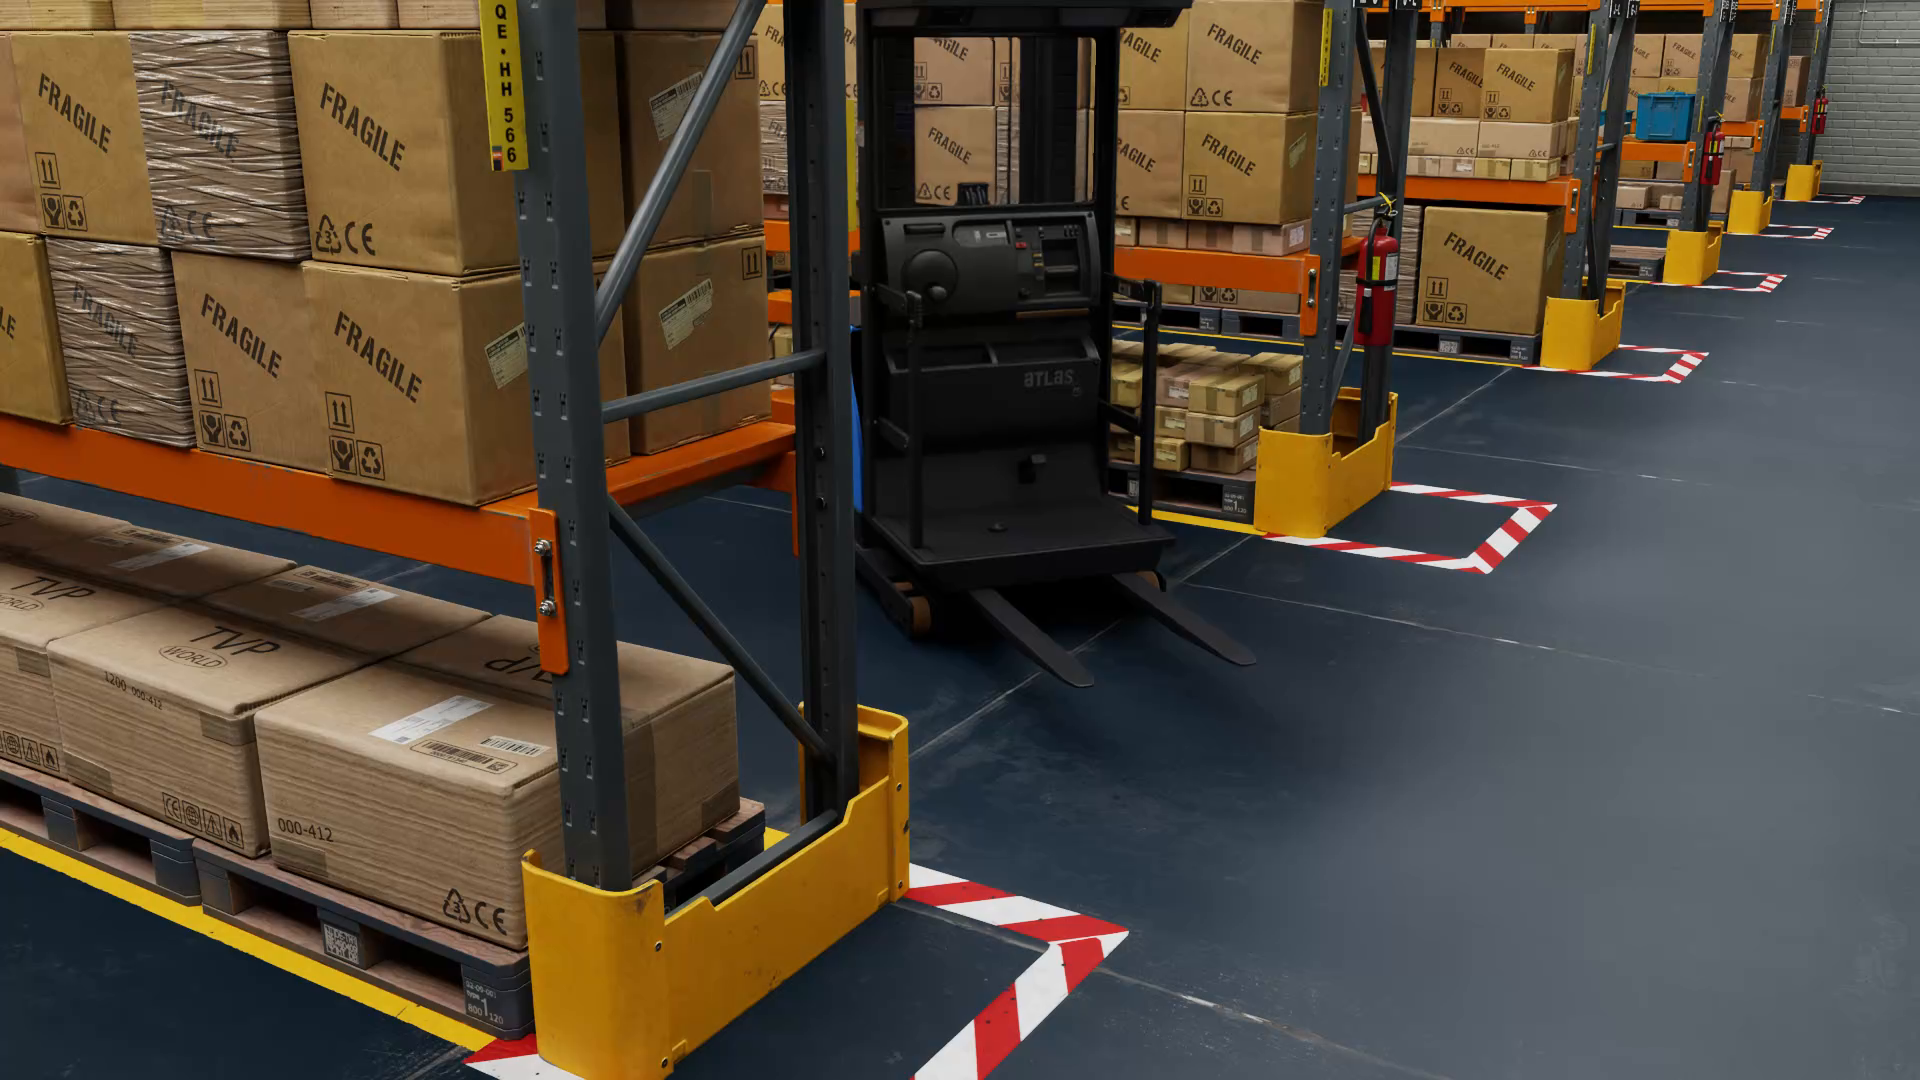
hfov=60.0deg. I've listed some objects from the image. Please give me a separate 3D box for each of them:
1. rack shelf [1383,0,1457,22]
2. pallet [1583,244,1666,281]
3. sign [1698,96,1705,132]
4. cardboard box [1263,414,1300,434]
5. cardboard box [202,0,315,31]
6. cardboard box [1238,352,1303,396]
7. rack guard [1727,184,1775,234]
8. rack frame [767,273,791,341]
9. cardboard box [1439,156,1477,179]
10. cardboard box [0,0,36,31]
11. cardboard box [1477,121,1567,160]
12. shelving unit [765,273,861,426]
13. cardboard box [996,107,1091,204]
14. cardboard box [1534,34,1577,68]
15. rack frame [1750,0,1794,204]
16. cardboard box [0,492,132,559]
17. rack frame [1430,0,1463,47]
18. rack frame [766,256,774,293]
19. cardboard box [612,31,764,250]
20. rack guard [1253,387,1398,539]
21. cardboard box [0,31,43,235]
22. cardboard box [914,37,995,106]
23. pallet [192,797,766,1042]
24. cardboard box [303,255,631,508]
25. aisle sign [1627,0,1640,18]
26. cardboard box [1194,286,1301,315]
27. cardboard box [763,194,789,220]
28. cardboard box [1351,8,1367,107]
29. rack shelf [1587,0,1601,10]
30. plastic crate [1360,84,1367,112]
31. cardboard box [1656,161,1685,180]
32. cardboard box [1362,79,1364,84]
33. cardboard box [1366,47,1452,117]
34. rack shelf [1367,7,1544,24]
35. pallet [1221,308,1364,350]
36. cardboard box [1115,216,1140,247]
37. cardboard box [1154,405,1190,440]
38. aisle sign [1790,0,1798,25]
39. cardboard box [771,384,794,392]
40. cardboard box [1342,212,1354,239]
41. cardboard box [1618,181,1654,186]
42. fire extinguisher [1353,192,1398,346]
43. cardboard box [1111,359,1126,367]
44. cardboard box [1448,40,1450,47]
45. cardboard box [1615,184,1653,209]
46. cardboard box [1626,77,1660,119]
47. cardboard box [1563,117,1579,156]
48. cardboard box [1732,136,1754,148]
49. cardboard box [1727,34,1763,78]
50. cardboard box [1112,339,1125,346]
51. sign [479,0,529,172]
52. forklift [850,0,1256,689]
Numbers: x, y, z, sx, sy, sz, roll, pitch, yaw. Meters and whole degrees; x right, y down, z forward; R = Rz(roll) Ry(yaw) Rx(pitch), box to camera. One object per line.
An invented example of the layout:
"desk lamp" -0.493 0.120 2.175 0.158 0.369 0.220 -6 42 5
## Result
"rack shelf" 4.672 -7.262 22.704 4.000 0.370 1.077 10 20 30
"pallet" 6.507 -2.833 16.844 1.213 0.211 1.003 10 20 30
"sign" 6.915 -3.972 15.514 0.005 0.325 0.100 10 20 30
"cardboard box" 1.636 -0.588 8.839 0.250 0.149 0.380 11 20 31
"cardboard box" -1.493 -1.244 3.807 0.250 0.149 0.380 10 20 30
"cardboard box" 1.647 -0.878 8.769 0.250 0.149 0.380 9 19 28
"rack guard" 9.720 -4.074 20.433 0.348 0.500 1.175 10 20 30
"rack frame" -0.983 -0.951 9.076 0.032 1.125 0.500 12 21 35
"cardboard box" 3.685 -2.736 12.158 0.250 0.149 0.380 10 20 30
"cardboard box" -2.330 -1.418 4.379 0.250 0.149 0.380 11 20 32
"cardboard box" 4.045 -2.884 11.961 0.500 0.250 0.500 10 19 29
"shelving unit" -0.576 -0.862 8.784 1.048 1.125 0.538 12 21 35
"cardboard box" 0.525 -1.942 8.428 0.500 0.500 0.500 10 20 30
"cardboard box" 7.508 -6.095 20.893 0.500 0.500 0.500 9 19 28
"rack frame" 9.785 -5.258 20.031 0.127 3.000 1.000 10 20 30
"cardboard box" -3.519 0.188 5.789 0.875 0.438 0.875 10 19 29
"rack frame" 6.376 -5.867 22.034 0.127 3.000 1.000 10 20 30
"rack frame" -1.493 -2.201 9.966 0.127 3.000 1.000 10 20 30
"cardboard box" -0.849 -1.021 4.189 0.500 0.500 0.500 10 19 29
"rack guard" 1.851 -0.408 8.364 0.348 0.500 1.175 10 20 30
"cardboard box" -2.432 -1.117 4.505 0.500 0.500 0.500 10 20 30
"cardboard box" 0.063 -2.503 8.555 0.500 0.500 0.500 9 19 28
"pallet" -1.311 0.881 4.618 1.213 0.211 1.003 10 20 30
"cardboard box" -1.139 -0.407 3.887 0.500 0.500 0.500 10 20 30
"aisle sign" 4.816 -4.113 11.787 0.004 0.787 0.394 10 20 30
"cardboard box" 2.476 -2.341 13.360 0.875 0.875 0.875 10 20 30
"cardboard box" -0.909 -1.908 9.434 0.250 0.149 0.380 9 19 28
"cardboard box" 1.672 -2.395 8.201 0.500 0.500 0.500 10 20 30
"rack shelf" 2.893 -4.201 12.626 4.000 0.370 1.077 10 20 30
"plastic crate" 4.410 -4.502 17.328 0.583 0.464 0.402 10 20 30
"cardboard box" 10.870 -5.725 25.145 0.500 0.500 0.700 9 19 28
"cardboard box" 5.471 -6.332 22.671 0.500 0.500 0.700 14 22 39
"cardboard box" 3.459 -3.528 12.791 0.500 0.500 0.500 10 19 29
"rack shelf" 7.261 -8.489 26.745 4.000 0.370 1.077 10 20 30
"pallet" 2.839 -1.759 13.310 1.213 0.211 1.003 10 20 30
"cardboard box" 0.846 -1.566 8.309 0.250 0.149 0.380 11 20 32
"cardboard box" 1.122 -0.634 8.479 0.250 0.149 0.380 10 19 29
"aisle sign" 9.997 -6.565 19.859 0.004 0.787 0.394 10 20 30
"cardboard box" -0.885 -0.837 9.659 0.250 0.149 0.380 10 20 30
"cardboard box" 1.811 -1.603 8.429 0.250 0.149 0.380 10 20 30
"cardboard box" 8.618 -4.458 21.371 0.500 0.250 0.500 10 20 30
"fire extinguisher" 1.888 -1.224 7.526 0.183 0.674 0.296 10 20 30
"cardboard box" 0.673 -0.847 8.668 0.250 0.149 0.380 9 19 28
"cardboard box" 8.003 -7.741 26.195 0.500 0.250 0.500 11 20 31
"cardboard box" 8.399 -4.327 20.939 0.500 0.250 0.500 10 20 30
"cardboard box" 8.395 -5.462 20.530 0.500 0.500 0.500 10 20 30
"cardboard box" 4.330 -3.016 12.395 0.500 0.250 0.500 10 19 29
"cardboard box" 11.521 -5.857 24.465 0.250 0.149 0.380 10 19 29
"cardboard box" 9.262 -5.784 19.870 0.500 0.500 0.500 10 20 30
"cardboard box" 0.715 -1.022 9.243 0.250 0.149 0.380 11 20 32
"sign" -0.885 -0.886 3.238 0.005 0.325 0.100 10 20 30
"forklift" 0.206 -1.149 6.620 1.130 2.935 3.031 -6 18 -18
